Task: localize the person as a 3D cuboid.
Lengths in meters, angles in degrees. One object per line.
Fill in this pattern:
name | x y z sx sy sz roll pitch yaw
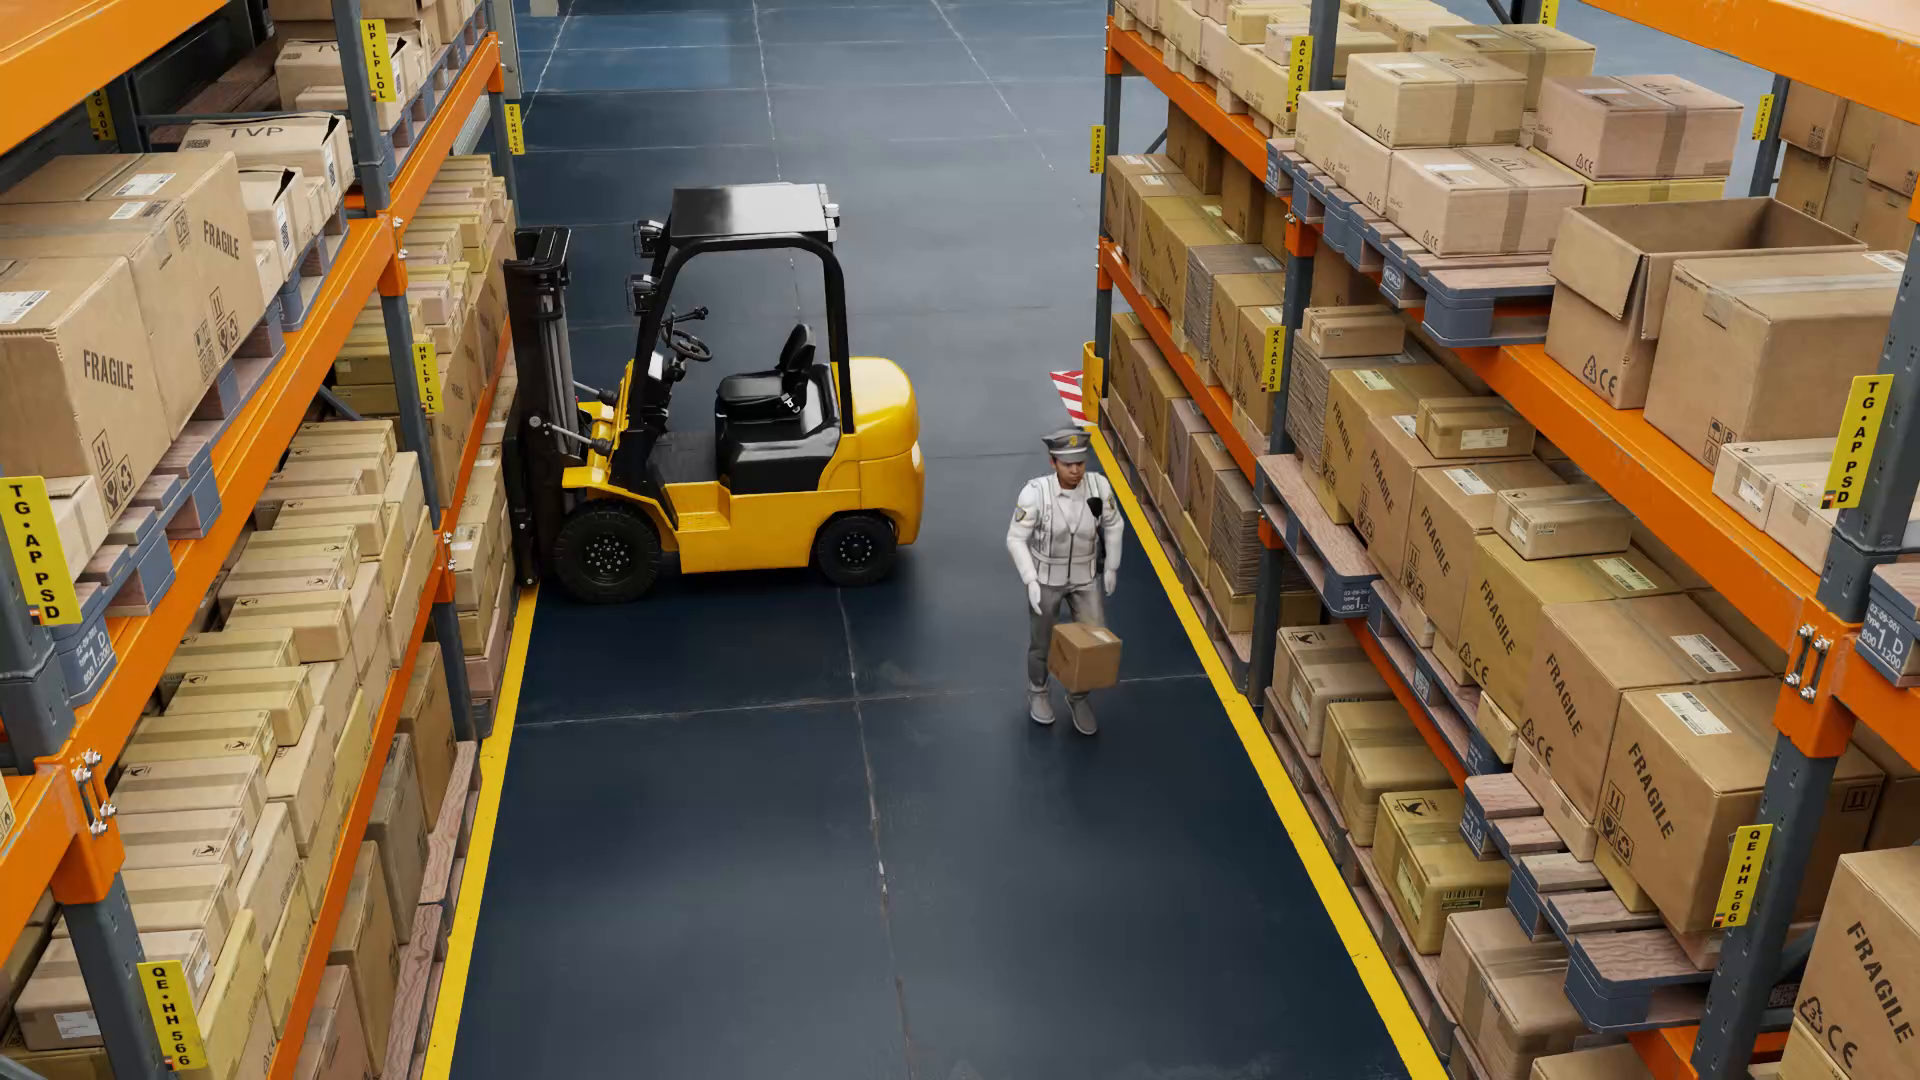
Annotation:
person | 0.527 0.201 8.219 0.606 1.670 0.523 -4 28 -8
